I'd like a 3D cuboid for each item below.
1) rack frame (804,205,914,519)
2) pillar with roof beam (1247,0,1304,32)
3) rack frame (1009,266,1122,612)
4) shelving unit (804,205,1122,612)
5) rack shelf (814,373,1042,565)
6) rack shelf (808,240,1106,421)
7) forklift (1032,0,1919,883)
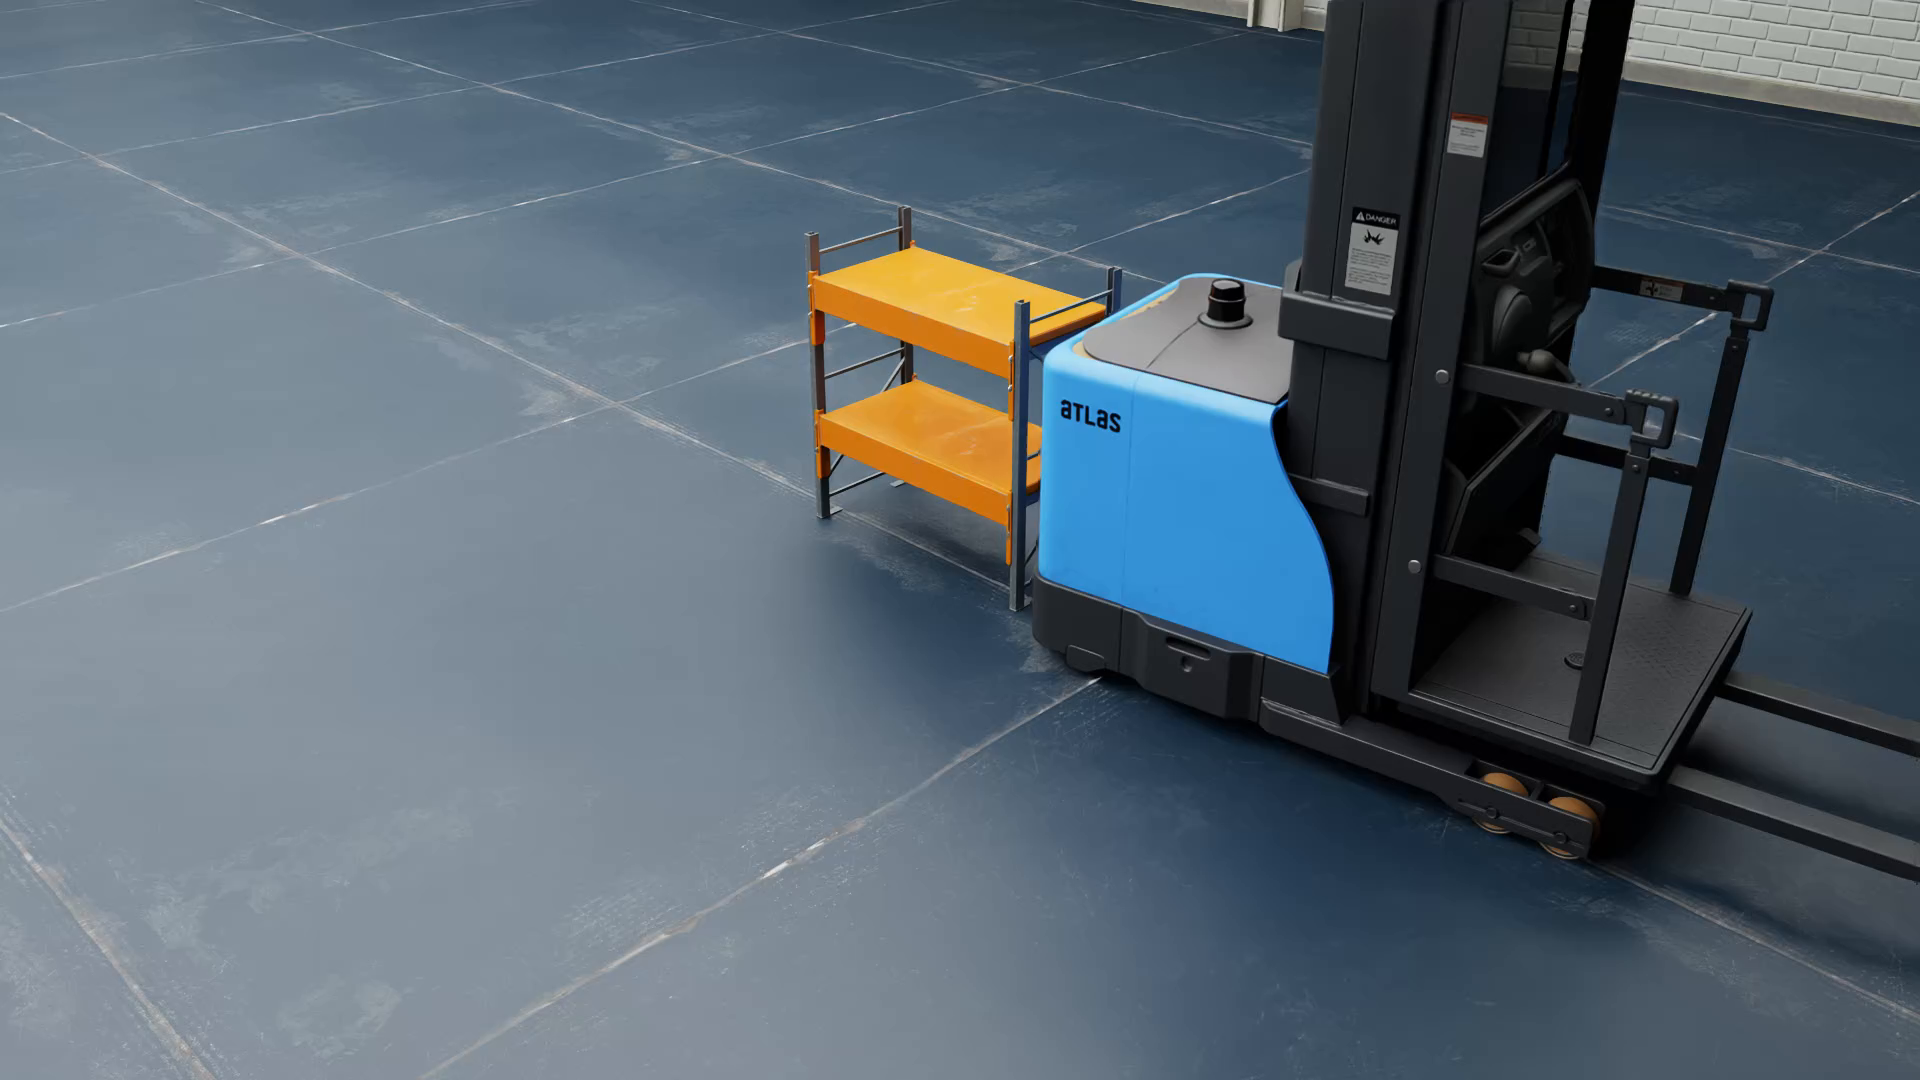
[{"bbox_3d":[-0.367,-0.666,6.308,0.032,1.125,0.500,25,36,38],"label":"rack frame"},{"bbox_3d":[-0.156,-7.232,10.334,0.400,9.000,9.100,25,36,38],"label":"pillar with roof beam"},{"bbox_3d":[0.358,-0.334,5.677,0.032,1.125,0.500,25,36,38],"label":"rack frame"},{"bbox_3d":[-0.005,-0.500,5.992,1.048,1.125,0.538,25,36,38],"label":"shelving unit"},{"bbox_3d":[-0.005,-0.284,6.106,1.000,0.278,0.538,25,36,38],"label":"rack shelf"},{"bbox_3d":[-0.005,-0.759,5.856,1.000,0.278,0.538,25,36,38],"label":"rack shelf"},{"bbox_3d":[1.734,-0.701,4.434,3.031,2.935,1.130,18,33,31],"label":"forklift"}]
